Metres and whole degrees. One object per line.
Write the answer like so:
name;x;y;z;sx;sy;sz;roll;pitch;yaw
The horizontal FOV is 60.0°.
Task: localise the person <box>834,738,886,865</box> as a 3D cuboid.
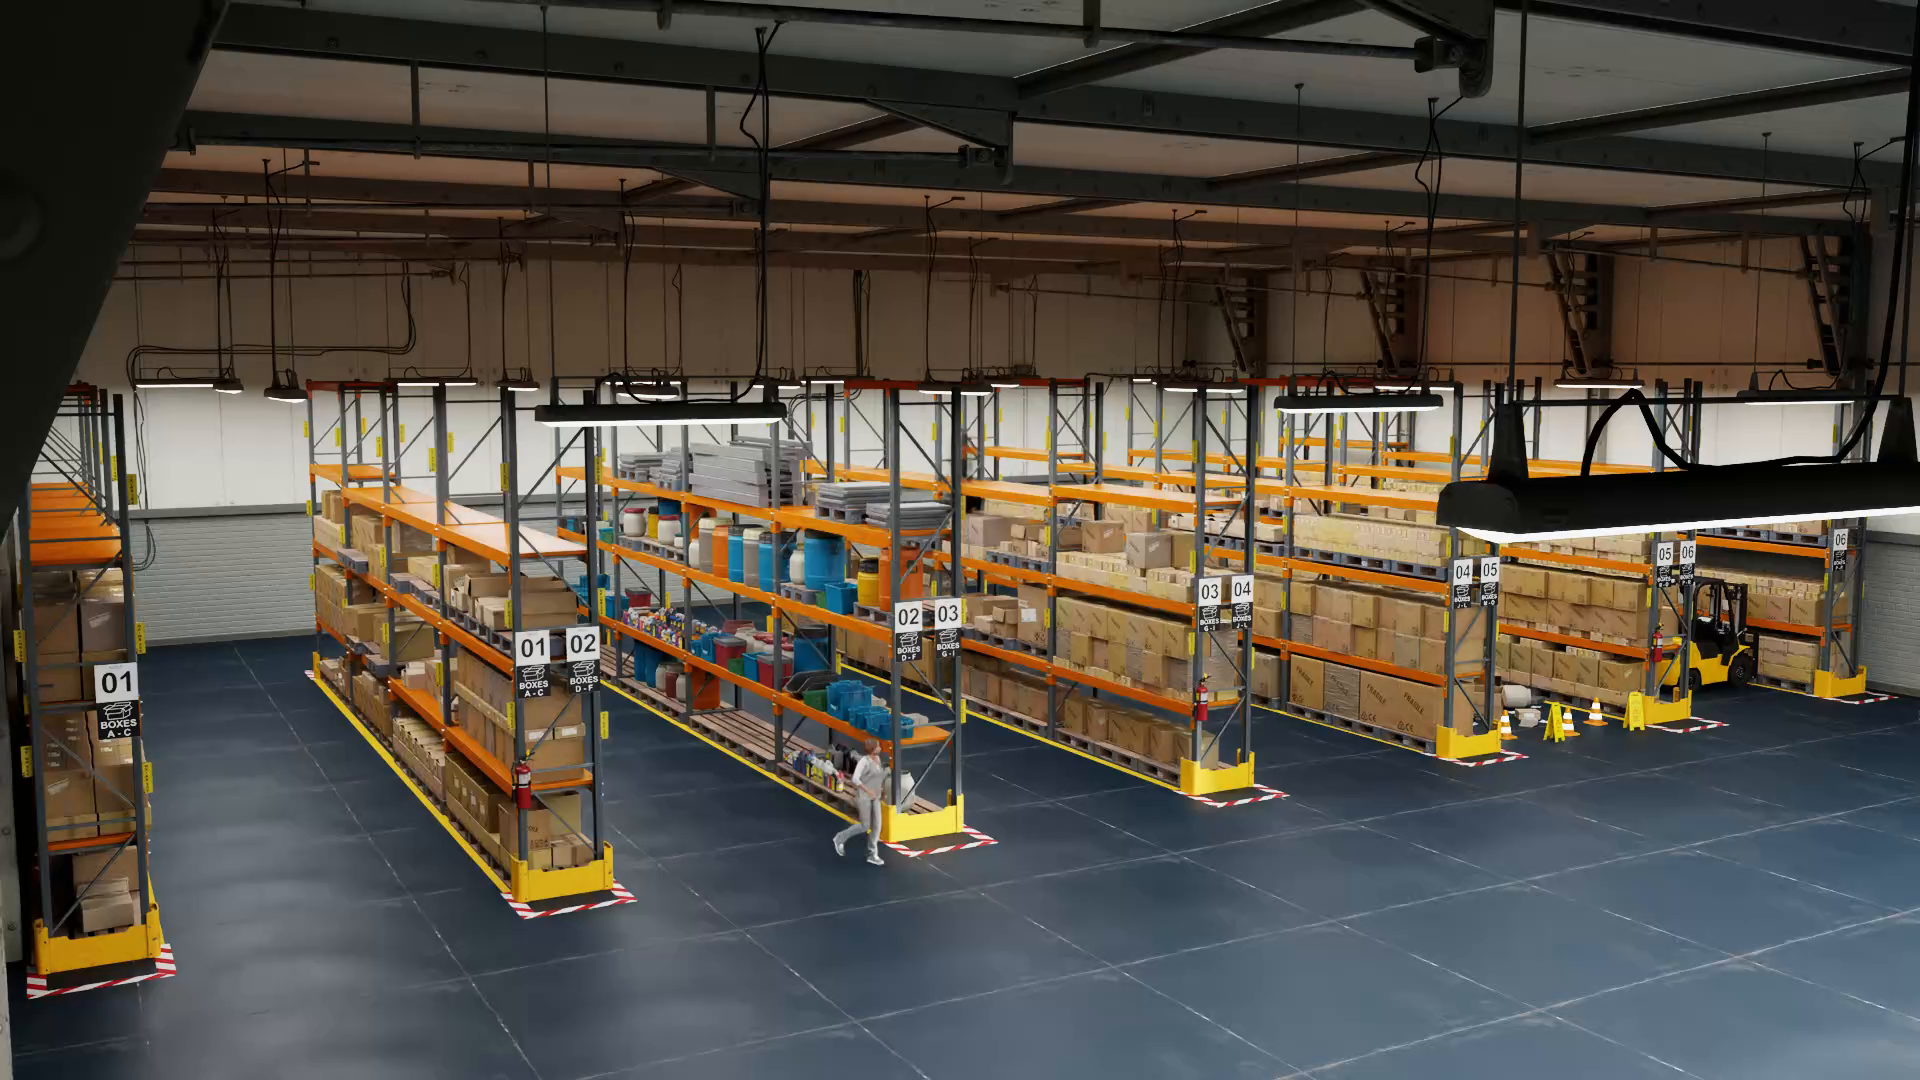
person;-1.184;3.297;21.233;0.726;1.556;0.608;3;7;28
